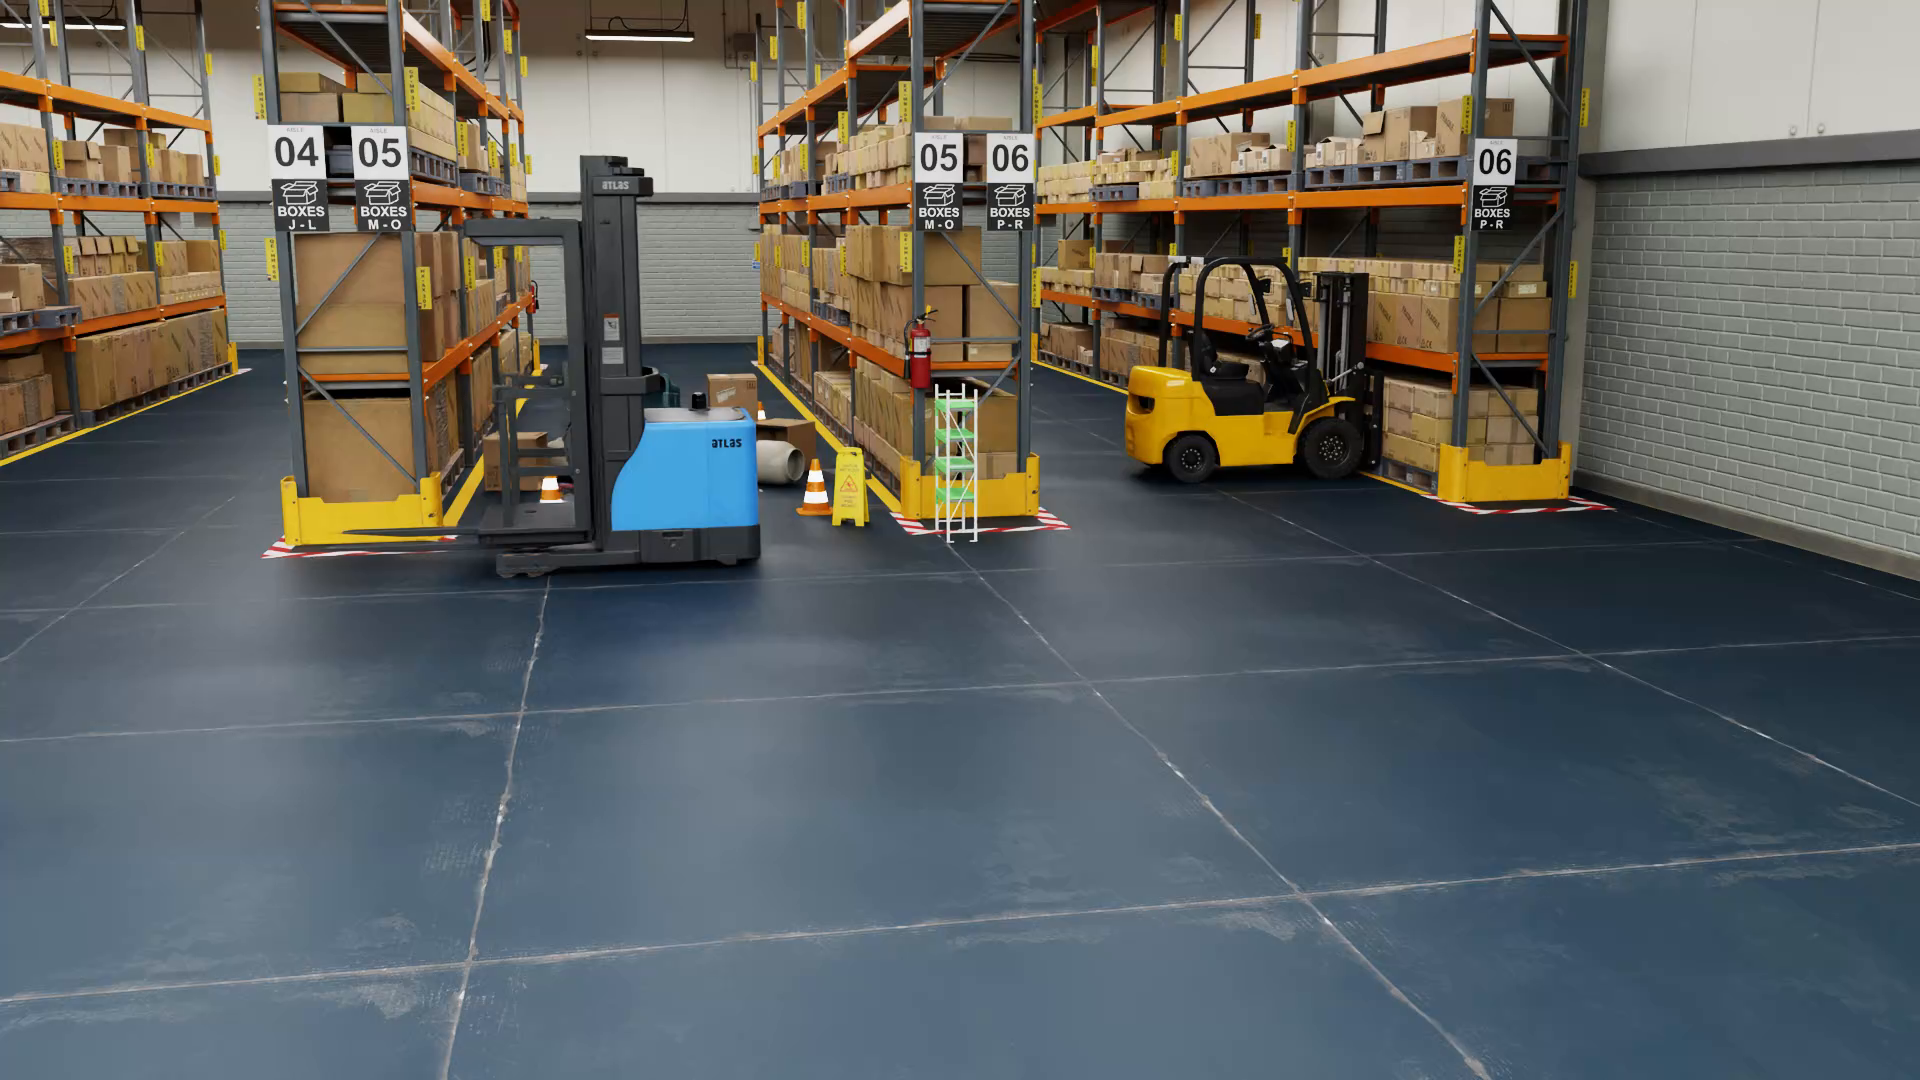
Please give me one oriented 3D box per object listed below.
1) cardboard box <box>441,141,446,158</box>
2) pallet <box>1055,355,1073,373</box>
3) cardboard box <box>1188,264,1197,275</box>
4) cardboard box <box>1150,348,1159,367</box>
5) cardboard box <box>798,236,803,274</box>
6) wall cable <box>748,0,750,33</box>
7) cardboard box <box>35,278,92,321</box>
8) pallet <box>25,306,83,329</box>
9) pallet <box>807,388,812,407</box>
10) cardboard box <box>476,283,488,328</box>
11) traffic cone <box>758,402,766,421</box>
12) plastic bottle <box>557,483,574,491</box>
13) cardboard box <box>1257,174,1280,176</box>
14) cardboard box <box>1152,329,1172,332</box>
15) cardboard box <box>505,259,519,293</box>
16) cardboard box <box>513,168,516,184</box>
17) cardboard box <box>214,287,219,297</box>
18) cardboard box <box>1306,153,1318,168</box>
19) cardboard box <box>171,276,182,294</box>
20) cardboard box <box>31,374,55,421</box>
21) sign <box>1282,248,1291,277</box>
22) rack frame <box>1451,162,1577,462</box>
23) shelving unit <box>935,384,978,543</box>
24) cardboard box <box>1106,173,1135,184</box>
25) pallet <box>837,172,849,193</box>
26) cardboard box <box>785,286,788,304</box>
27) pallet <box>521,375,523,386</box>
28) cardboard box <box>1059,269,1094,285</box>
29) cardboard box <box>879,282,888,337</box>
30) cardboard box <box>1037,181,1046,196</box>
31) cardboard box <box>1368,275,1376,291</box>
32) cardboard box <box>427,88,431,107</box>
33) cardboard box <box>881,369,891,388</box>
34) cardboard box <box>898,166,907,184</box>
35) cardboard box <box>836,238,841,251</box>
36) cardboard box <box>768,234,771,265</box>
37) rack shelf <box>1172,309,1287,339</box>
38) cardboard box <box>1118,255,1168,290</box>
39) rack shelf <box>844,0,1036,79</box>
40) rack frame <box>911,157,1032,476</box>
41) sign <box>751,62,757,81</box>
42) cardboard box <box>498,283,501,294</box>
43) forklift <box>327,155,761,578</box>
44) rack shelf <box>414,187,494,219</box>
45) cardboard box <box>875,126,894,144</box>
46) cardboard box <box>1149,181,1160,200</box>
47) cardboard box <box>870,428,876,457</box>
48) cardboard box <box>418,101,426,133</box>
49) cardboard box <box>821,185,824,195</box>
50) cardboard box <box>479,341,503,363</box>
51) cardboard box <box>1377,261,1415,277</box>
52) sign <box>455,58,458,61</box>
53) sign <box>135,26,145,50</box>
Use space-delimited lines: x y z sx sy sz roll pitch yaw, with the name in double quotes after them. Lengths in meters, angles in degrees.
-4.932 -3.584 15.265 0.380 0.149 0.250 -2 11 -10 "cardboard box"
2.261 -3.047 28.644 1.003 0.211 1.213 -2 11 -11 "pallet"
3.239 -3.583 21.998 0.380 0.149 0.250 -2 11 -10 "cardboard box"
3.032 -2.474 23.734 0.500 0.500 0.500 -2 11 -12 "cardboard box"
-1.921 -3.872 22.575 0.500 0.500 0.500 -2 11 -10 "cardboard box"
-5.422 -11.803 33.492 2.355 3.000 0.029 -2 11 -11 "wall cable"
-11.004 -2.940 20.354 0.500 0.500 0.500 -2 11 -9 "cardboard box"
-10.934 -2.571 19.195 1.213 0.211 1.003 -2 11 -11 "pallet"
-1.535 -1.930 22.772 1.003 0.211 1.213 -2 11 -11 "pallet"
-5.644 -2.653 18.846 0.500 0.500 0.500 -2 11 -10 "cardboard box"
-2.292 -1.349 19.047 0.336 0.463 0.334 -2 11 -11 "traffic cone"
-3.768 -0.498 15.651 0.283 0.061 0.133 -6 13 -31 "plastic bottle"
3.944 -4.654 20.839 0.380 0.166 0.250 -2 11 -11 "cardboard box"
3.177 -3.169 25.651 0.380 0.149 0.250 -3 11 -14 "cardboard box"
-6.919 -3.983 25.036 0.500 0.500 0.500 -2 11 -12 "cardboard box"
-7.020 -5.522 25.226 0.500 0.250 0.500 -2 11 -11 "cardboard box"
-12.288 -4.035 27.045 0.380 0.149 0.250 -2 11 -10 "cardboard box"
3.980 -4.112 18.038 0.380 0.149 0.250 -2 11 -10 "cardboard box"
-11.881 -3.785 24.667 0.500 0.250 0.500 -2 11 -11 "cardboard box"
-11.027 -1.658 19.394 0.700 0.500 0.500 -3 11 -14 "cardboard box"
3.660 -3.108 18.620 0.100 0.325 0.005 -2 11 -11 "sign"
4.968 -1.866 14.980 1.000 3.000 0.127 -2 11 -11 "rack frame"
-0.032 -0.620 13.244 0.258 1.200 0.503 -2 11 -11 "shelving unit"
2.429 -5.462 25.132 0.380 0.149 0.250 -2 11 -10 "cardboard box"
-0.693 -3.917 18.235 1.213 0.211 1.003 -2 11 -11 "pallet"
-2.305 -3.627 24.632 0.500 0.250 0.500 -2 11 -12 "cardboard box"
-7.235 -2.440 25.449 1.003 0.211 1.213 -2 11 -11 "pallet"
2.001 -4.502 28.433 0.500 0.250 0.500 -2 11 -13 "cardboard box"
-0.463 -2.154 15.427 0.500 0.500 0.500 -2 11 -11 "cardboard box"
1.675 -6.256 29.624 0.500 0.250 0.500 -2 11 -12 "cardboard box"
4.275 -2.615 16.913 0.380 0.149 0.250 -2 11 -12 "cardboard box"
-4.735 -3.790 14.212 0.380 0.149 0.250 -2 11 -12 "cardboard box"
-0.544 -1.525 15.675 0.380 0.149 0.250 -2 11 -9 "cardboard box"
-0.324 -3.135 14.295 0.380 0.149 0.250 -2 11 -11 "cardboard box"
-1.212 -3.391 19.068 0.380 0.149 0.250 -3 11 -13 "cardboard box"
-2.885 -4.781 27.354 0.500 0.500 0.500 -2 11 -11 "cardboard box"
3.801 -2.613 20.829 1.077 0.370 4.000 -2 11 -11 "rack shelf"
2.762 -3.987 24.730 0.700 0.500 0.500 -2 11 -11 "cardboard box"
-0.289 -4.644 15.462 1.077 0.370 4.000 -2 11 -11 "rack shelf"
0.100 -1.685 14.028 1.000 3.000 0.127 -2 11 -11 "rack frame"
-3.557 -8.084 28.683 0.100 0.325 0.005 -2 11 -11 "sign"
-6.542 -3.466 22.933 0.380 0.149 0.250 -2 11 -9 "cardboard box"
-3.030 -1.278 12.073 3.031 2.935 1.130 -2 11 -11 "forklift"
-5.903 -3.707 18.553 1.077 0.370 4.000 -2 11 -11 "rack shelf"
-0.587 -3.758 15.437 0.380 0.149 0.250 -2 11 -10 "cardboard box"
2.976 -4.911 23.355 0.500 0.250 0.500 -2 11 -11 "cardboard box"
-0.607 -0.962 16.457 0.500 0.250 0.500 -2 11 -12 "cardboard box"
-4.678 -3.479 13.645 0.500 0.250 0.500 -2 11 -12 "cardboard box"
-1.561 -4.439 21.144 0.380 0.149 0.250 -2 11 -11 "cardboard box"
-6.188 -2.436 21.529 0.500 0.250 0.500 -3 11 -14 "cardboard box"
4.345 -2.669 16.398 0.380 0.149 0.250 -2 11 -10 "cardboard box"
-8.380 -7.846 27.643 0.100 0.325 0.005 -2 11 -11 "sign"
-11.425 -6.992 23.157 0.100 0.325 0.005 -2 11 -11 "sign"
